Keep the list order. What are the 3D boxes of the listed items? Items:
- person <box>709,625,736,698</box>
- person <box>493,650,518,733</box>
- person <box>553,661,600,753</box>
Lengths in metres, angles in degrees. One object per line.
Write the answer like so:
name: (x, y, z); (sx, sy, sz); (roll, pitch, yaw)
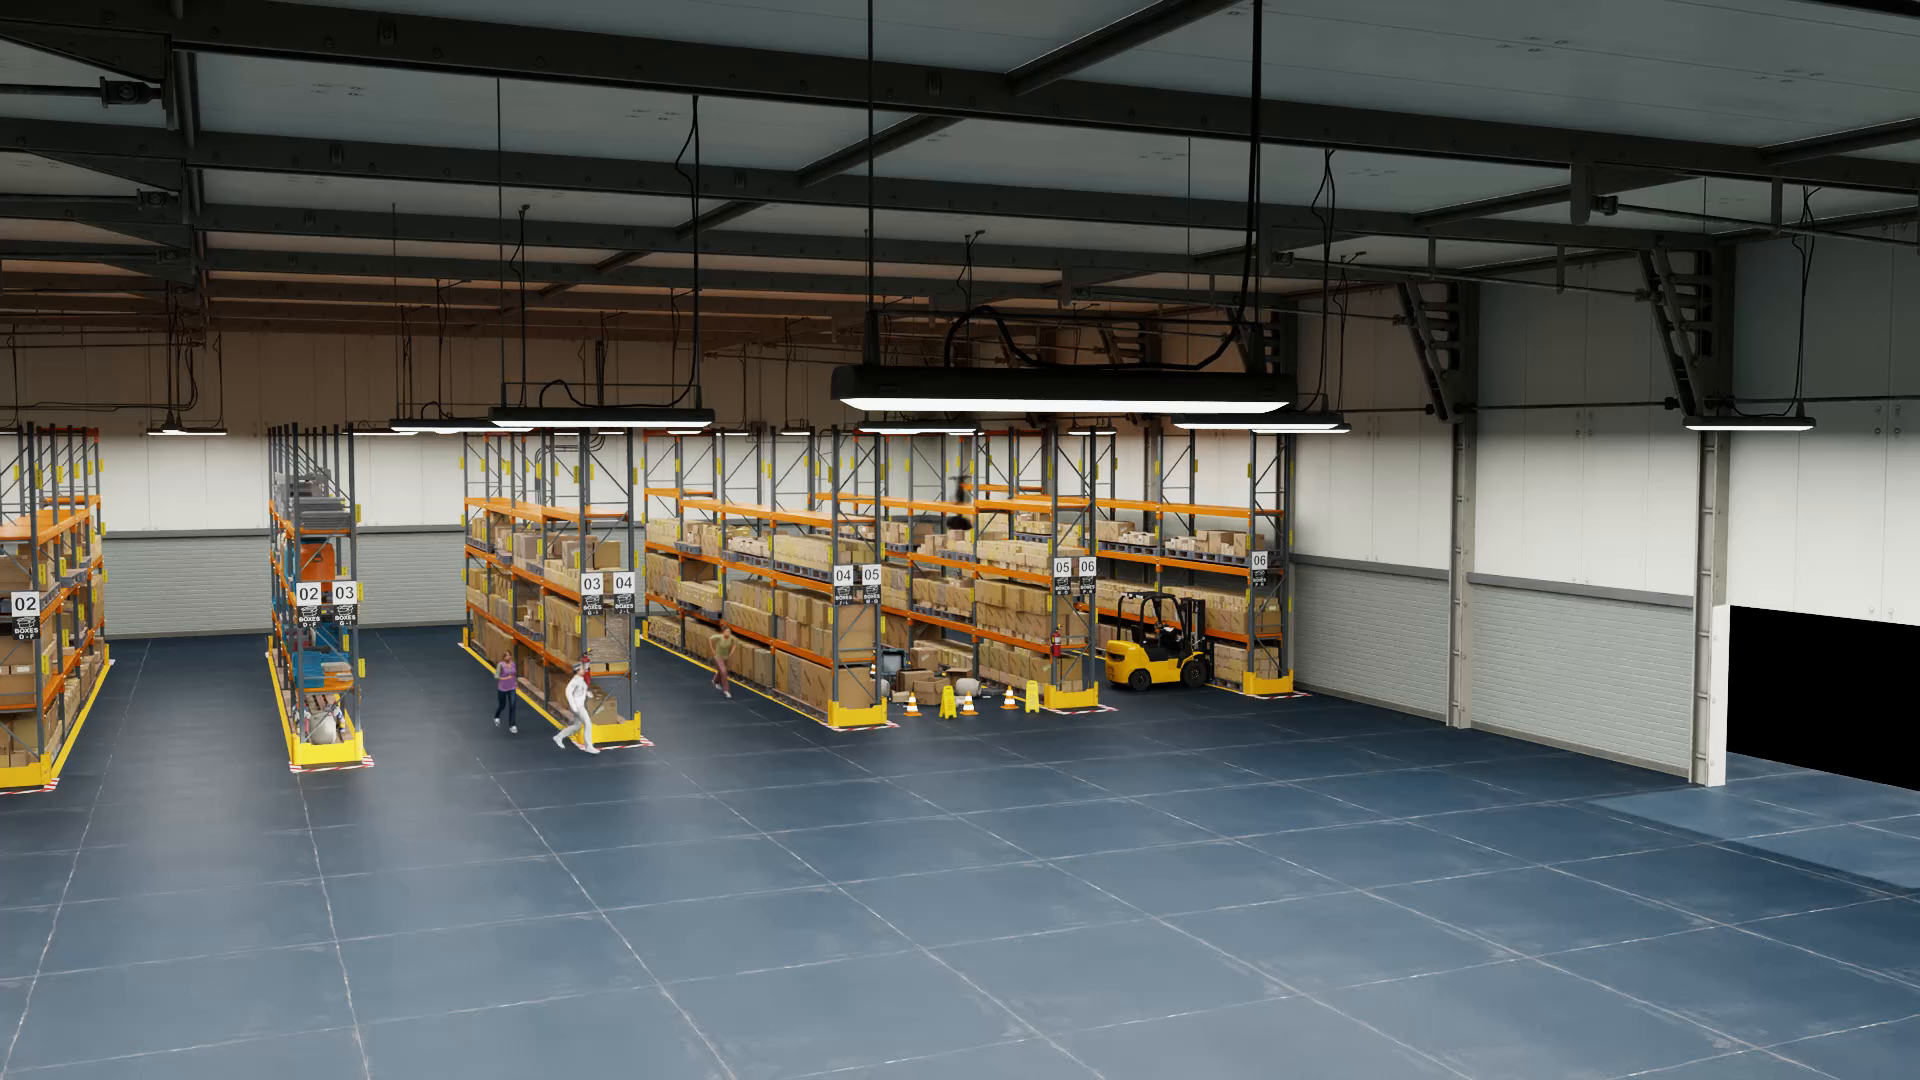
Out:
person: (-5.331, 2.678, 37.125); (0.616, 1.625, 1.003); (-2, 4, -26)
person: (-8.848, 2.929, 32.402); (0.537, 1.572, 0.881); (-3, 5, -40)
person: (-6.981, 3.047, 30.213); (0.852, 1.698, 0.653); (-1, 4, -12)
